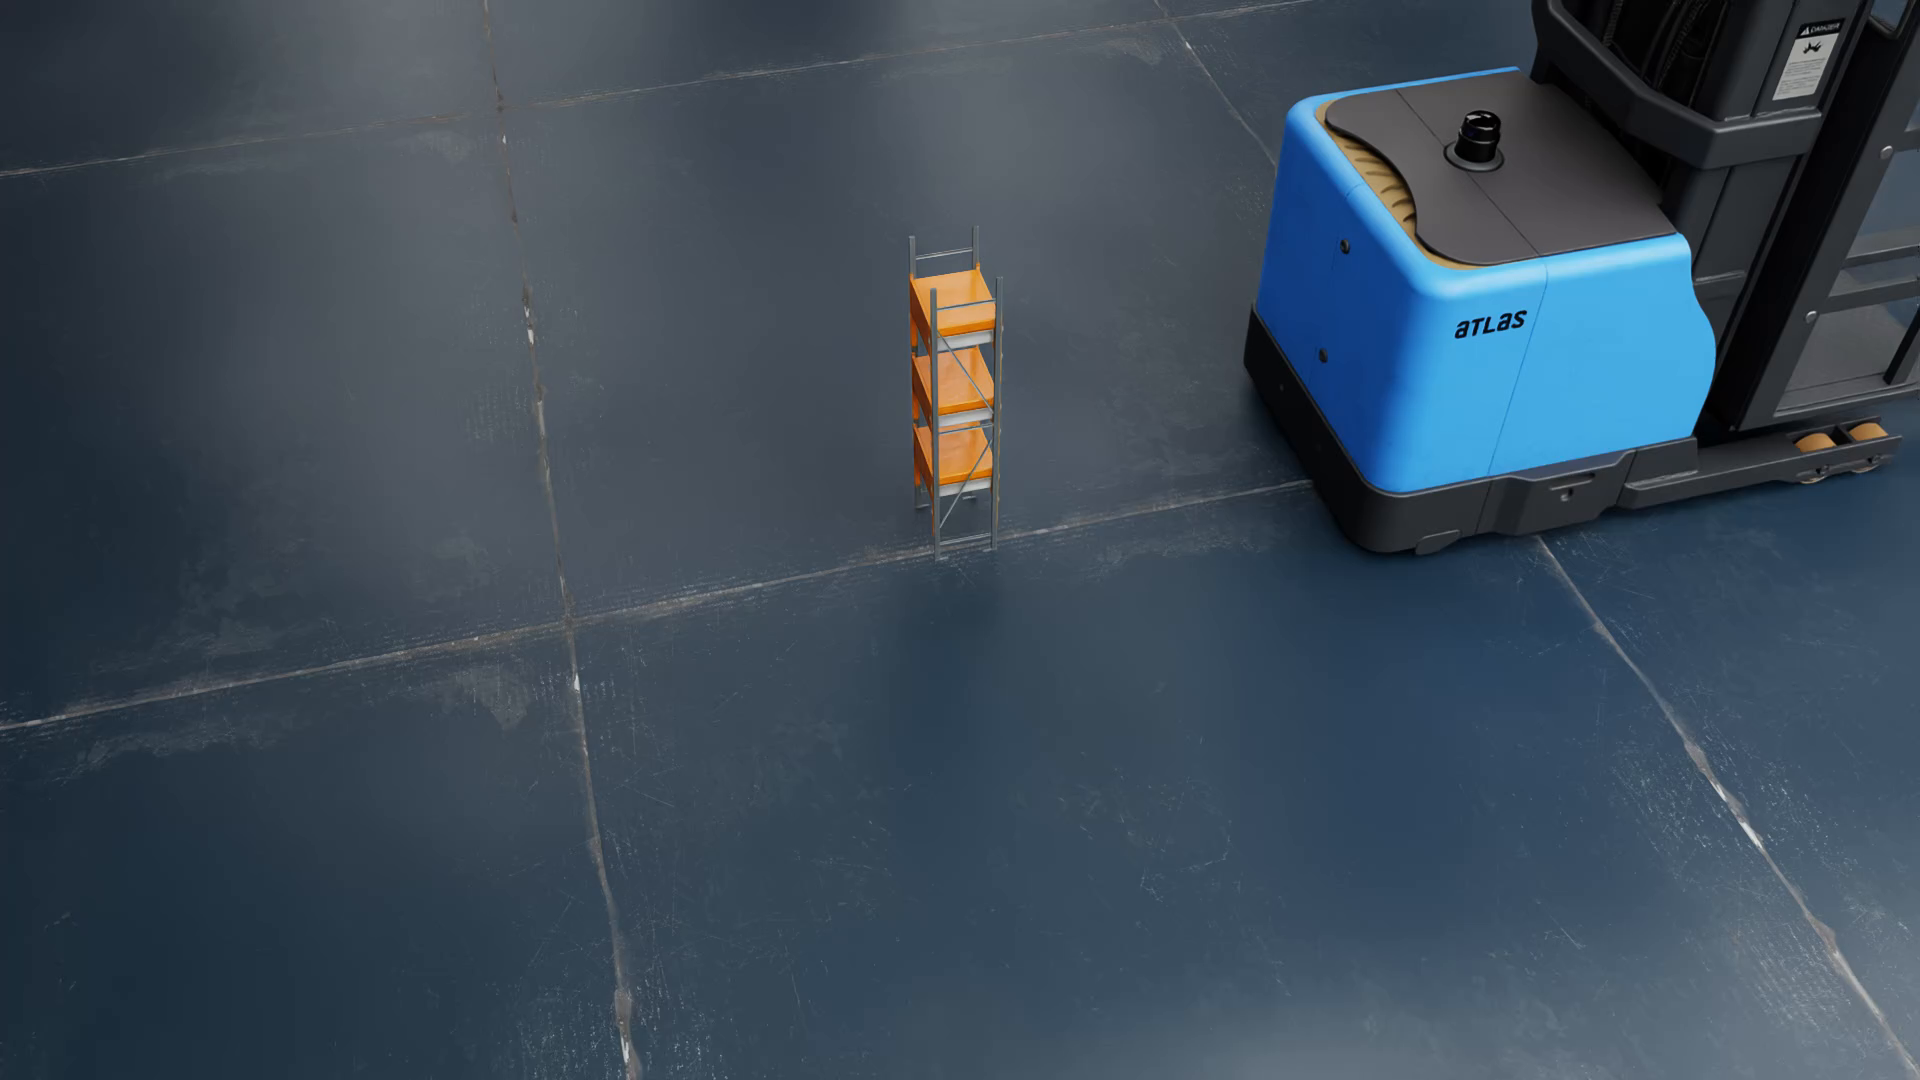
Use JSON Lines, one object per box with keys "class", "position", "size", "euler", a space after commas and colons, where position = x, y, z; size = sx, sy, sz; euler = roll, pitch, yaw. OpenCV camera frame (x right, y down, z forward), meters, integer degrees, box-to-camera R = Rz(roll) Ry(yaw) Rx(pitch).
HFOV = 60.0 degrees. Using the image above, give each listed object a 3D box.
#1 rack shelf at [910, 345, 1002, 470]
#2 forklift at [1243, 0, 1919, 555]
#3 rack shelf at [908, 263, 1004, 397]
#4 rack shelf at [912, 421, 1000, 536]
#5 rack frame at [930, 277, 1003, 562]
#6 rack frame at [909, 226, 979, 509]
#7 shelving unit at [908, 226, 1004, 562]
{"class": "rack shelf", "position": [-0.014, -0.397, 4.919], "size": [0.215, 0.259, 0.240], "euler": [-11, 47, -10]}
{"class": "forklift", "position": [2.555, -1.565, 4.731], "size": [3.031, 2.935, 1.130], "euler": [-11, 47, -11]}
{"class": "rack shelf", "position": [-0.014, -0.596, 4.716], "size": [0.215, 0.259, 0.240], "euler": [-11, 47, -10]}
{"class": "rack shelf", "position": [-0.014, -0.202, 5.117], "size": [0.215, 0.259, 0.240], "euler": [-11, 47, -10]}
{"class": "rack frame", "position": [0.018, -0.320, 4.829], "size": [0.200, 1.050, 0.008], "euler": [-11, 47, -10]}
{"class": "rack frame", "position": [-0.045, -0.489, 4.994], "size": [0.200, 1.050, 0.008], "euler": [-11, 47, -10]}
{"class": "shelving unit", "position": [-0.014, -0.404, 4.911], "size": [0.215, 1.050, 0.252], "euler": [-11, 47, -10]}
